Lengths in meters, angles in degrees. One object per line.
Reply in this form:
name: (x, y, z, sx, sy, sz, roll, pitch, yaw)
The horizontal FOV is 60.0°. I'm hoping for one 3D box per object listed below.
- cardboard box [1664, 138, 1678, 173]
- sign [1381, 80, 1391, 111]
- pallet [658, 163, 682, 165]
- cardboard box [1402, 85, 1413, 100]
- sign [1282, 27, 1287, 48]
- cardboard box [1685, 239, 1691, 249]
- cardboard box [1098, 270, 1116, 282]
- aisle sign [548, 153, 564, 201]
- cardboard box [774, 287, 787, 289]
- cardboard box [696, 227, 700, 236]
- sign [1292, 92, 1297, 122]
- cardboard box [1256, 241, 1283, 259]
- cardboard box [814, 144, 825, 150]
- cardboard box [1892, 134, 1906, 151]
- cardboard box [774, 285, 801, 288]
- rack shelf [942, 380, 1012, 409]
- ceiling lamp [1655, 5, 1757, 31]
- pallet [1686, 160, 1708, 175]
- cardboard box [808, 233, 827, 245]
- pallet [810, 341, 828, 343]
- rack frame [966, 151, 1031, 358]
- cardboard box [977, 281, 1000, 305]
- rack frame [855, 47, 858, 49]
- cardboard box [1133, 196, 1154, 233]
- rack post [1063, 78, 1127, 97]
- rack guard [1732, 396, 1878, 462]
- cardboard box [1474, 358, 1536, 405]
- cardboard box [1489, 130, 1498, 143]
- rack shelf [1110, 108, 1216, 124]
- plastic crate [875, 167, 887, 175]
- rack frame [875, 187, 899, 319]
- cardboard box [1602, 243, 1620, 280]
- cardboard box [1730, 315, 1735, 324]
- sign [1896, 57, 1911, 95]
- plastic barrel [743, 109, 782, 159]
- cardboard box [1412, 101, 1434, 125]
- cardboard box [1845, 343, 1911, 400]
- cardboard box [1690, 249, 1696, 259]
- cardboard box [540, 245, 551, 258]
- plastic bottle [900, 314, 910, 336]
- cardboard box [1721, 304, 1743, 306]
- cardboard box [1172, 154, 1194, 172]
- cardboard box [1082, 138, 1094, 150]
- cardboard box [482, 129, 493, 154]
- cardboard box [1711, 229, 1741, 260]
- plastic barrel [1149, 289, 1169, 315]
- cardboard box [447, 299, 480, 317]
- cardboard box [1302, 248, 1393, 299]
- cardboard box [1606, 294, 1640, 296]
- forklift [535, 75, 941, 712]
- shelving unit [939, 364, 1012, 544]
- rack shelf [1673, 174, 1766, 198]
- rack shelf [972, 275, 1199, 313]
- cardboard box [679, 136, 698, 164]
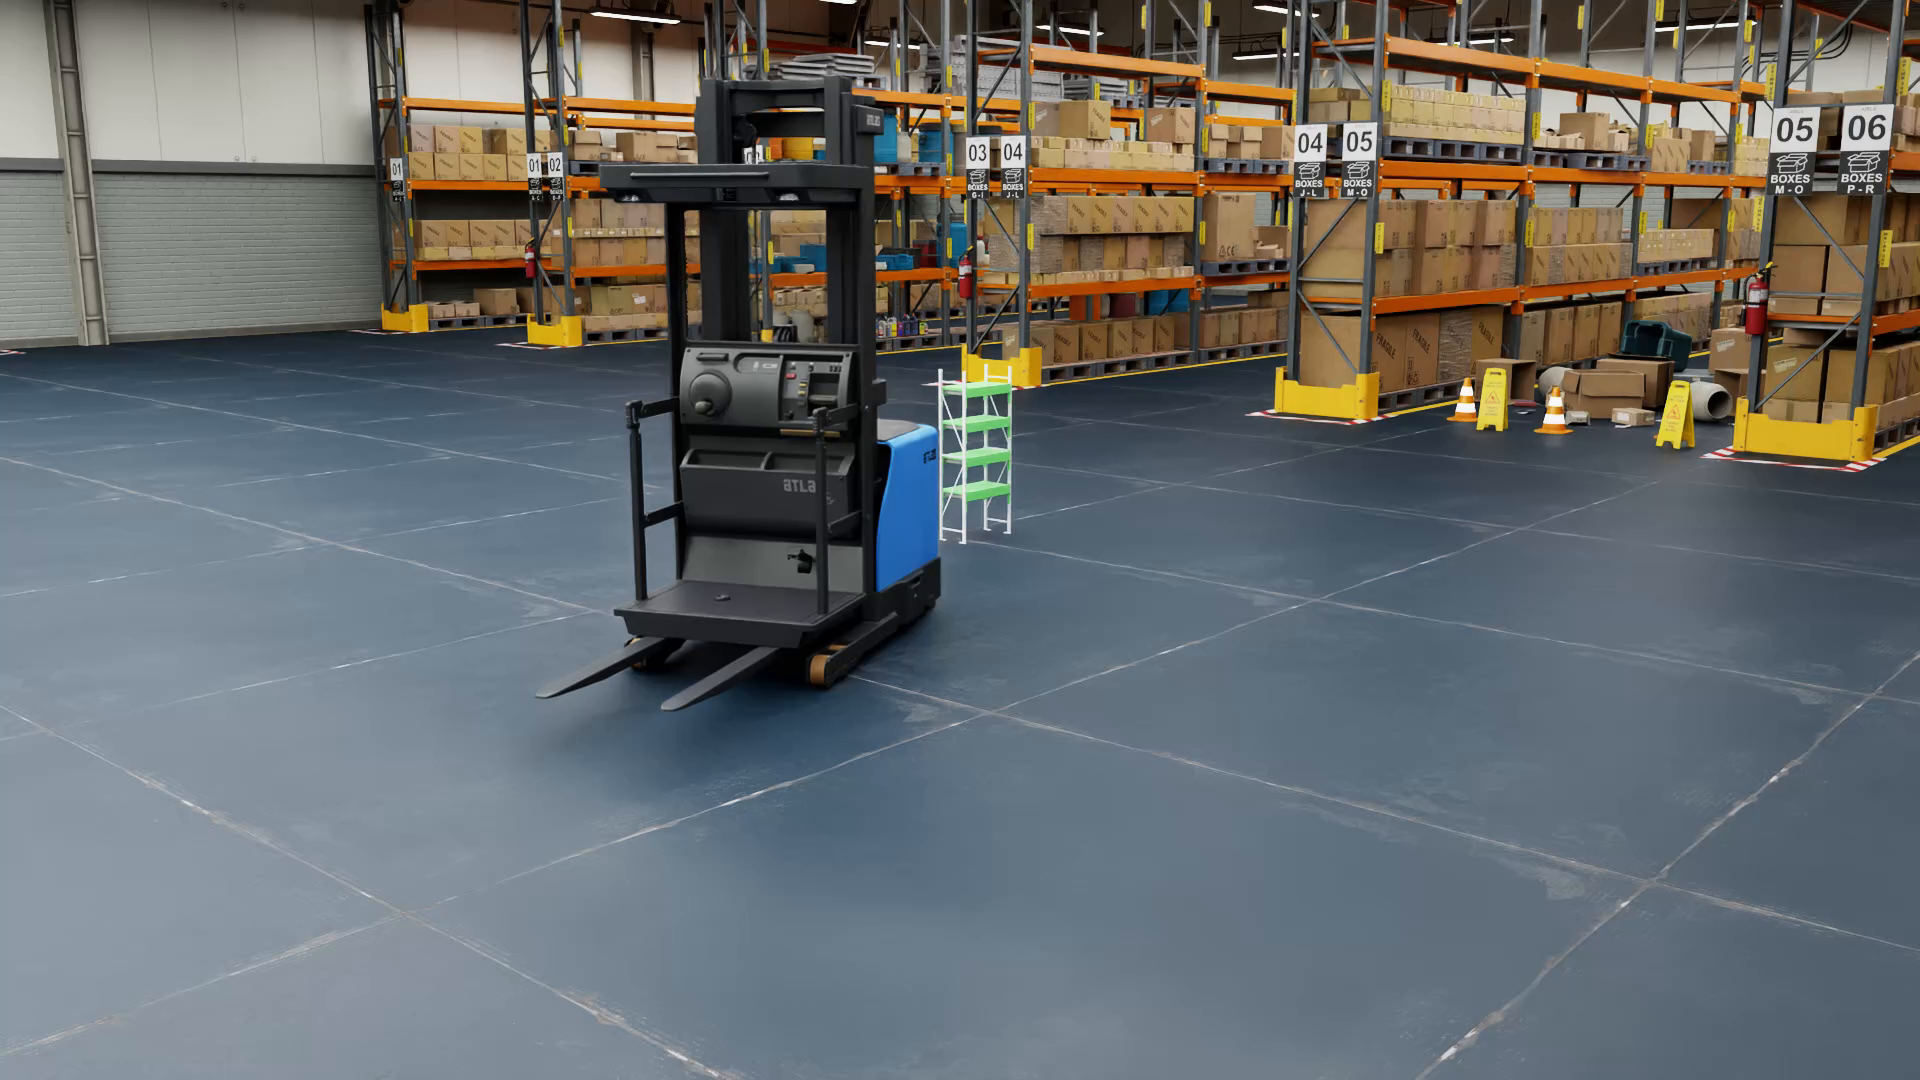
cardboard box: (10.340, -5.723, 24.794, 0.500, 0.500, 0.500, 10, 15, 40)
sign: (4.571, -4.768, 17.832, 0.100, 0.325, 0.005, 10, 15, 40)
pallet: (-5.649, -6.548, 29.405, 1.003, 0.211, 1.213, 10, 15, 40)
cardboard box: (4.783, -4.941, 18.409, 0.380, 0.149, 0.250, 10, 15, 41)
sign: (5.360, -8.284, 27.423, 0.100, 0.325, 0.005, 10, 15, 40)
cardboard box: (11.276, -4.658, 26.185, 0.380, 0.149, 0.250, 9, 14, 37)
cardboard box: (1.929, -3.654, 22.991, 0.380, 0.149, 0.250, 10, 15, 40)
aisle sign: (-6.754, -6.065, 27.782, 0.394, 0.787, 0.004, 10, 15, 40)
cardboard box: (-3.578, -4.808, 32.641, 0.500, 0.311, 0.500, 10, 15, 40)
cardboard box: (-4.827, -5.614, 30.248, 0.380, 0.149, 0.250, 10, 15, 40)
sign: (3.759, -4.841, 18.572, 0.100, 0.325, 0.005, 10, 15, 40)
cardboard box: (4.882, -4.595, 26.330, 0.396, 0.266, 0.258, 9, 15, 39)
cardboard box: (-3.422, -9.236, 39.344, 0.500, 0.250, 0.500, -11, 16, -43)
cardboard box: (8.405, -3.632, 15.218, 0.380, 0.149, 0.250, 10, 15, 40)
cardboard box: (-4.216, -6.028, 38.648, 0.750, 0.750, 0.750, 10, 15, 40)
rack shelf: (0.109, -1.021, 11.634, 0.258, 0.148, 0.480, 10, 15, 40)
ceiling lamp: (14.737, -11.784, 32.831, 2.000, 3.185, 0.800, 10, 15, 40)
pallet: (10.909, -5.816, 25.995, 1.213, 0.211, 1.003, 10, 15, 40)
cardboard box: (-2.755, -5.817, 32.920, 0.500, 0.500, 0.500, 9, 14, 37)
pallet: (-2.667, -2.967, 26.029, 1.003, 0.211, 1.213, 10, 15, 40)
rack frame: (0.499, -3.558, 21.868, 1.000, 3.000, 0.127, 10, 15, 40)
cardboard box: (0.538, -5.414, 36.417, 0.500, 0.500, 0.500, 10, 15, 41)
rack frame: (-2.743, -10.187, 39.739, 1.000, 3.000, 0.127, 10, 15, 40)
cardboard box: (2.389, -4.583, 23.431, 0.500, 0.500, 0.500, 10, 15, 40)
rack post: (2.506, -8.392, 30.947, 0.954, 0.300, 0.937, 10, 15, 40)
rack guard: (7.993, -1.062, 15.754, 1.175, 0.500, 0.348, 10, 15, 40)
cardboard box: (6.544, -1.905, 19.966, 0.500, 0.500, 0.500, -9, 14, -38)
cardboard box: (6.293, -4.886, 20.169, 0.380, 0.149, 0.250, 10, 15, 41)
rack shelf: (3.379, -8.063, 31.963, 1.077, 0.370, 4.000, 10, 15, 40)
plastic crate: (-1.337, -5.840, 26.309, 0.243, 0.136, 0.396, 10, 15, 40)
rack frame: (-1.659, -6.017, 34.177, 1.000, 3.000, 0.127, 10, 15, 40)
cardboard box: (9.013, -3.954, 23.594, 0.500, 0.500, 0.500, 10, 15, 40)
cardboard box: (12.972, -3.762, 28.336, 0.380, 0.149, 0.250, 9, 14, 37)
sign: (8.350, -4.106, 14.723, 0.100, 0.325, 0.005, 10, 15, 40)
plastic barrel: (-2.997, -6.174, 25.138, 0.600, 0.830, 0.708, 10, 15, 40)
cardboard box: (5.003, -4.813, 18.788, 0.500, 0.250, 0.500, 10, 15, 40)
cardboard box: (9.040, -1.666, 16.429, 0.500, 0.500, 0.500, 9, 14, 38)
cardboard box: (11.463, -4.555, 26.427, 0.380, 0.149, 0.250, 9, 14, 37)
cardboard box: (-8.443, -5.823, 33.540, 0.500, 0.250, 0.500, 10, 15, 41)
plastic bottle: (-0.917, -3.544, 27.435, 0.144, 0.351, 0.185, 9, 14, 38)
cardboard box: (13.320, -3.987, 28.700, 0.380, 0.149, 0.250, 9, 14, 38)
cardboard box: (3.034, -5.443, 24.031, 0.500, 0.250, 0.500, 11, 15, 42)
cardboard box: (1.569, -5.307, 22.328, 0.380, 0.149, 0.250, 10, 15, 40)
cardboard box: (-9.544, -7.821, 32.694, 0.500, 0.500, 0.500, 10, 15, 40)
cardboard box: (12.595, -4.903, 27.585, 0.500, 0.500, 0.500, 9, 15, 39)
plastic barrel: (3.860, -4.959, 33.167, 0.600, 0.901, 0.708, 10, 15, 40)
cardboard box: (-9.763, -4.551, 32.579, 0.500, 0.311, 0.500, -11, 15, -43)
cardboard box: (4.369, -3.036, 18.871, 0.875, 0.550, 0.550, 10, 15, 40)
cardboard box: (10.366, -3.710, 26.023, 0.500, 0.250, 0.500, 10, 15, 42)
forklift: (-1.054, -0.805, 8.257, 1.130, 2.935, 3.031, 4, 12, 18)
shelving unit: (0.109, -0.613, 11.716, 0.258, 1.200, 0.503, 10, 15, 40)
rack shelf: (13.399, -6.080, 28.672, 1.077, 0.370, 4.000, 10, 15, 40)
rack shelf: (1.819, -3.500, 23.412, 1.077, 0.370, 4.000, 10, 15, 40)
cardboard box: (-4.830, -7.183, 30.671, 0.500, 0.500, 0.500, -11, 15, -43)
